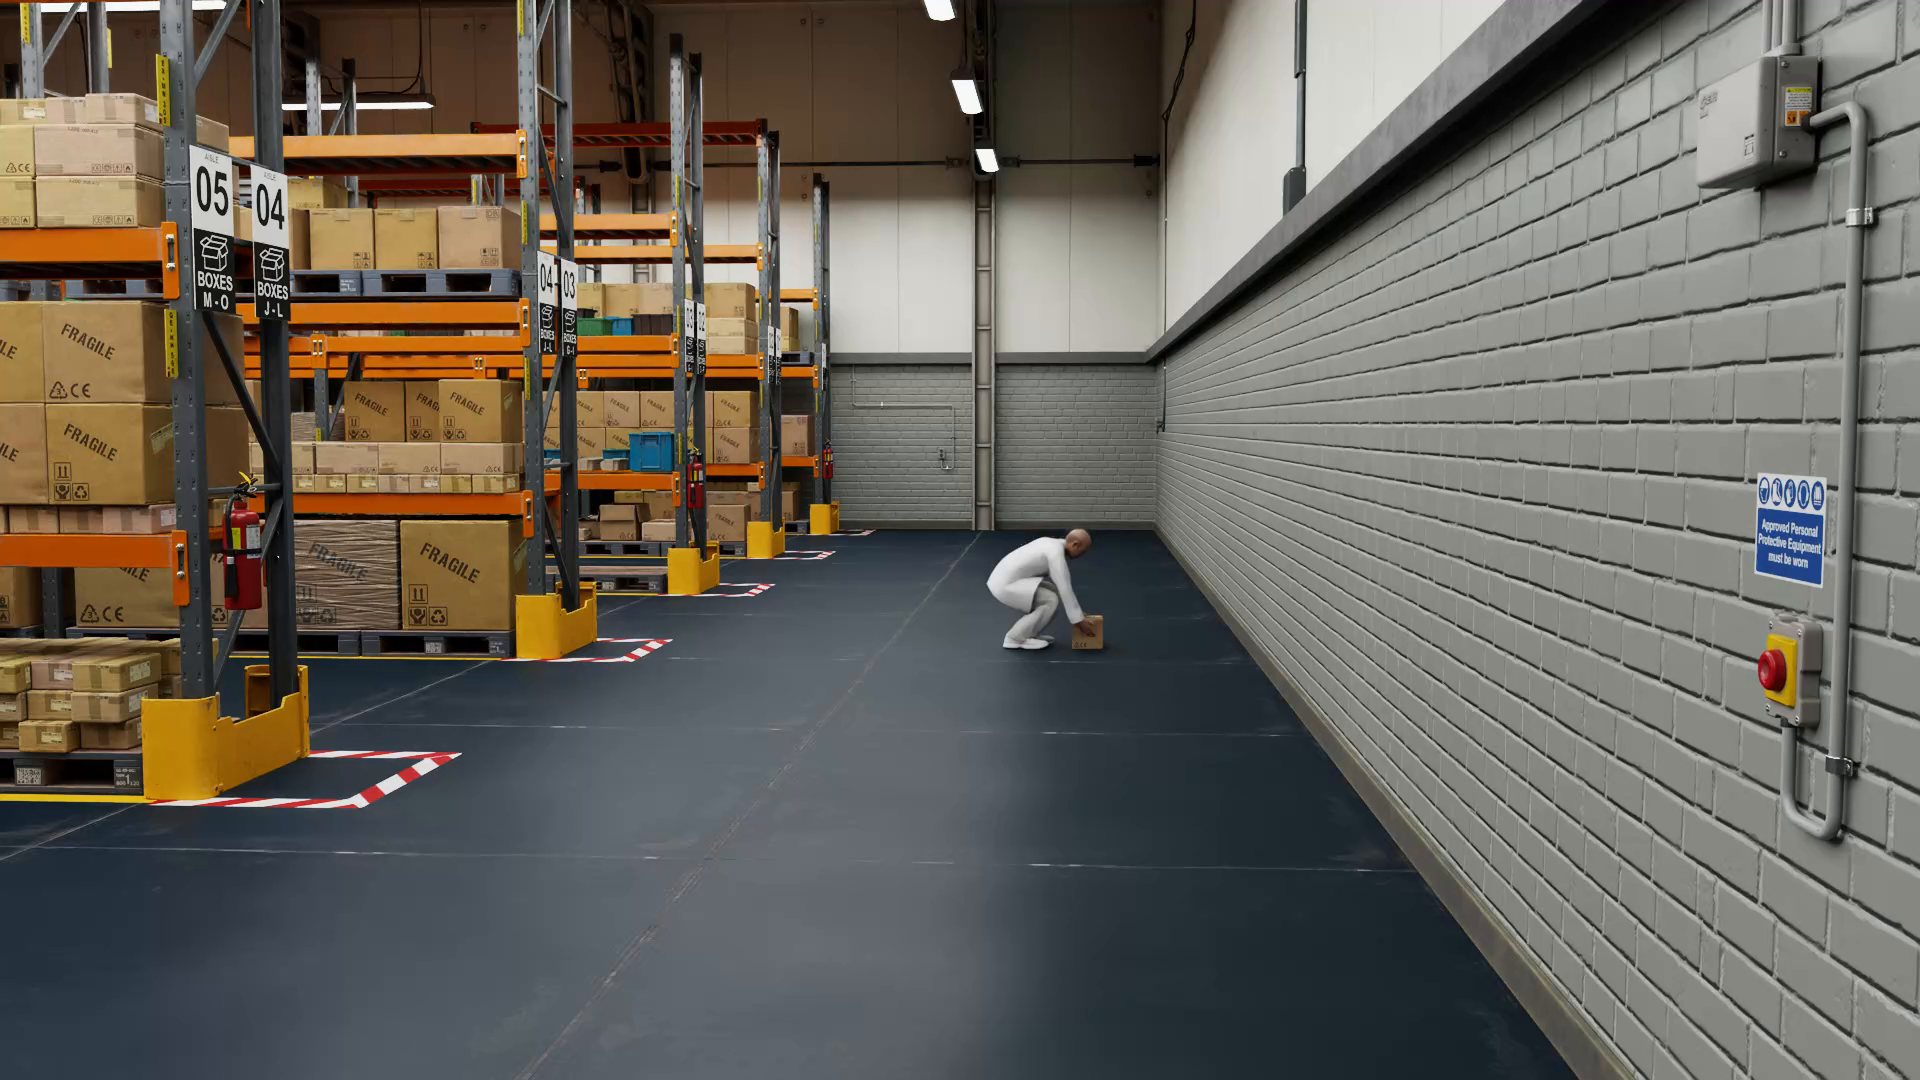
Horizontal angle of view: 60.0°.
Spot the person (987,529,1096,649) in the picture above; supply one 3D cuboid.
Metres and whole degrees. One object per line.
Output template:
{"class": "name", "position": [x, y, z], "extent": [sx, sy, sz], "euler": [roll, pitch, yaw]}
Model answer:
{"class": "person", "position": [0.678, 0.399, 13.821], "extent": [0.902, 0.983, 0.610], "euler": [0, 4, 3]}
